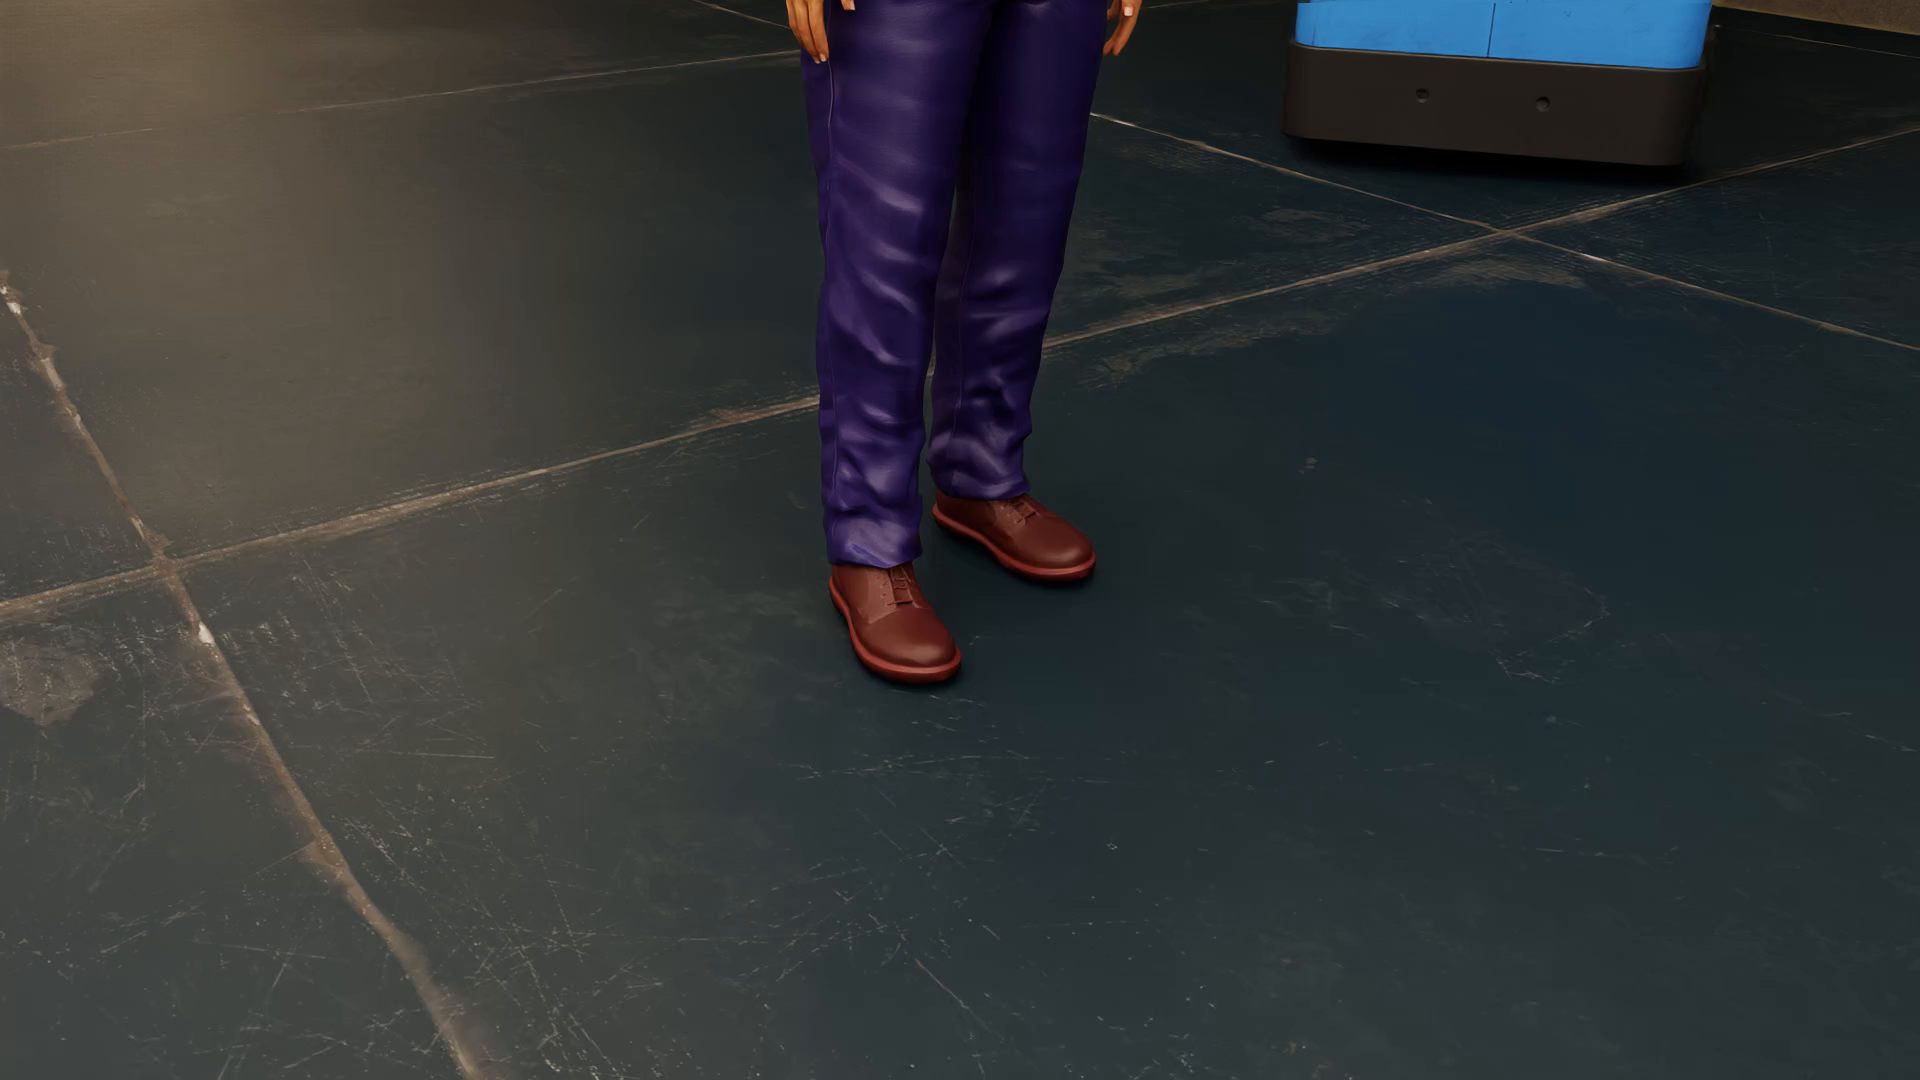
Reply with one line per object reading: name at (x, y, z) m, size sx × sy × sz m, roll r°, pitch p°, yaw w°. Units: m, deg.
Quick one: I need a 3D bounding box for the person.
person at (0.033, -0.699, 2.052) m, size 0.598 × 1.641 × 0.501 m, roll -17°, pitch 31°, yaw -31°

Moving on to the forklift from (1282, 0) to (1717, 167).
forklift at (1.873, -2.902, 5.017) m, size 1.130 × 2.935 × 3.031 m, roll 9°, pitch 28°, yaw 18°
